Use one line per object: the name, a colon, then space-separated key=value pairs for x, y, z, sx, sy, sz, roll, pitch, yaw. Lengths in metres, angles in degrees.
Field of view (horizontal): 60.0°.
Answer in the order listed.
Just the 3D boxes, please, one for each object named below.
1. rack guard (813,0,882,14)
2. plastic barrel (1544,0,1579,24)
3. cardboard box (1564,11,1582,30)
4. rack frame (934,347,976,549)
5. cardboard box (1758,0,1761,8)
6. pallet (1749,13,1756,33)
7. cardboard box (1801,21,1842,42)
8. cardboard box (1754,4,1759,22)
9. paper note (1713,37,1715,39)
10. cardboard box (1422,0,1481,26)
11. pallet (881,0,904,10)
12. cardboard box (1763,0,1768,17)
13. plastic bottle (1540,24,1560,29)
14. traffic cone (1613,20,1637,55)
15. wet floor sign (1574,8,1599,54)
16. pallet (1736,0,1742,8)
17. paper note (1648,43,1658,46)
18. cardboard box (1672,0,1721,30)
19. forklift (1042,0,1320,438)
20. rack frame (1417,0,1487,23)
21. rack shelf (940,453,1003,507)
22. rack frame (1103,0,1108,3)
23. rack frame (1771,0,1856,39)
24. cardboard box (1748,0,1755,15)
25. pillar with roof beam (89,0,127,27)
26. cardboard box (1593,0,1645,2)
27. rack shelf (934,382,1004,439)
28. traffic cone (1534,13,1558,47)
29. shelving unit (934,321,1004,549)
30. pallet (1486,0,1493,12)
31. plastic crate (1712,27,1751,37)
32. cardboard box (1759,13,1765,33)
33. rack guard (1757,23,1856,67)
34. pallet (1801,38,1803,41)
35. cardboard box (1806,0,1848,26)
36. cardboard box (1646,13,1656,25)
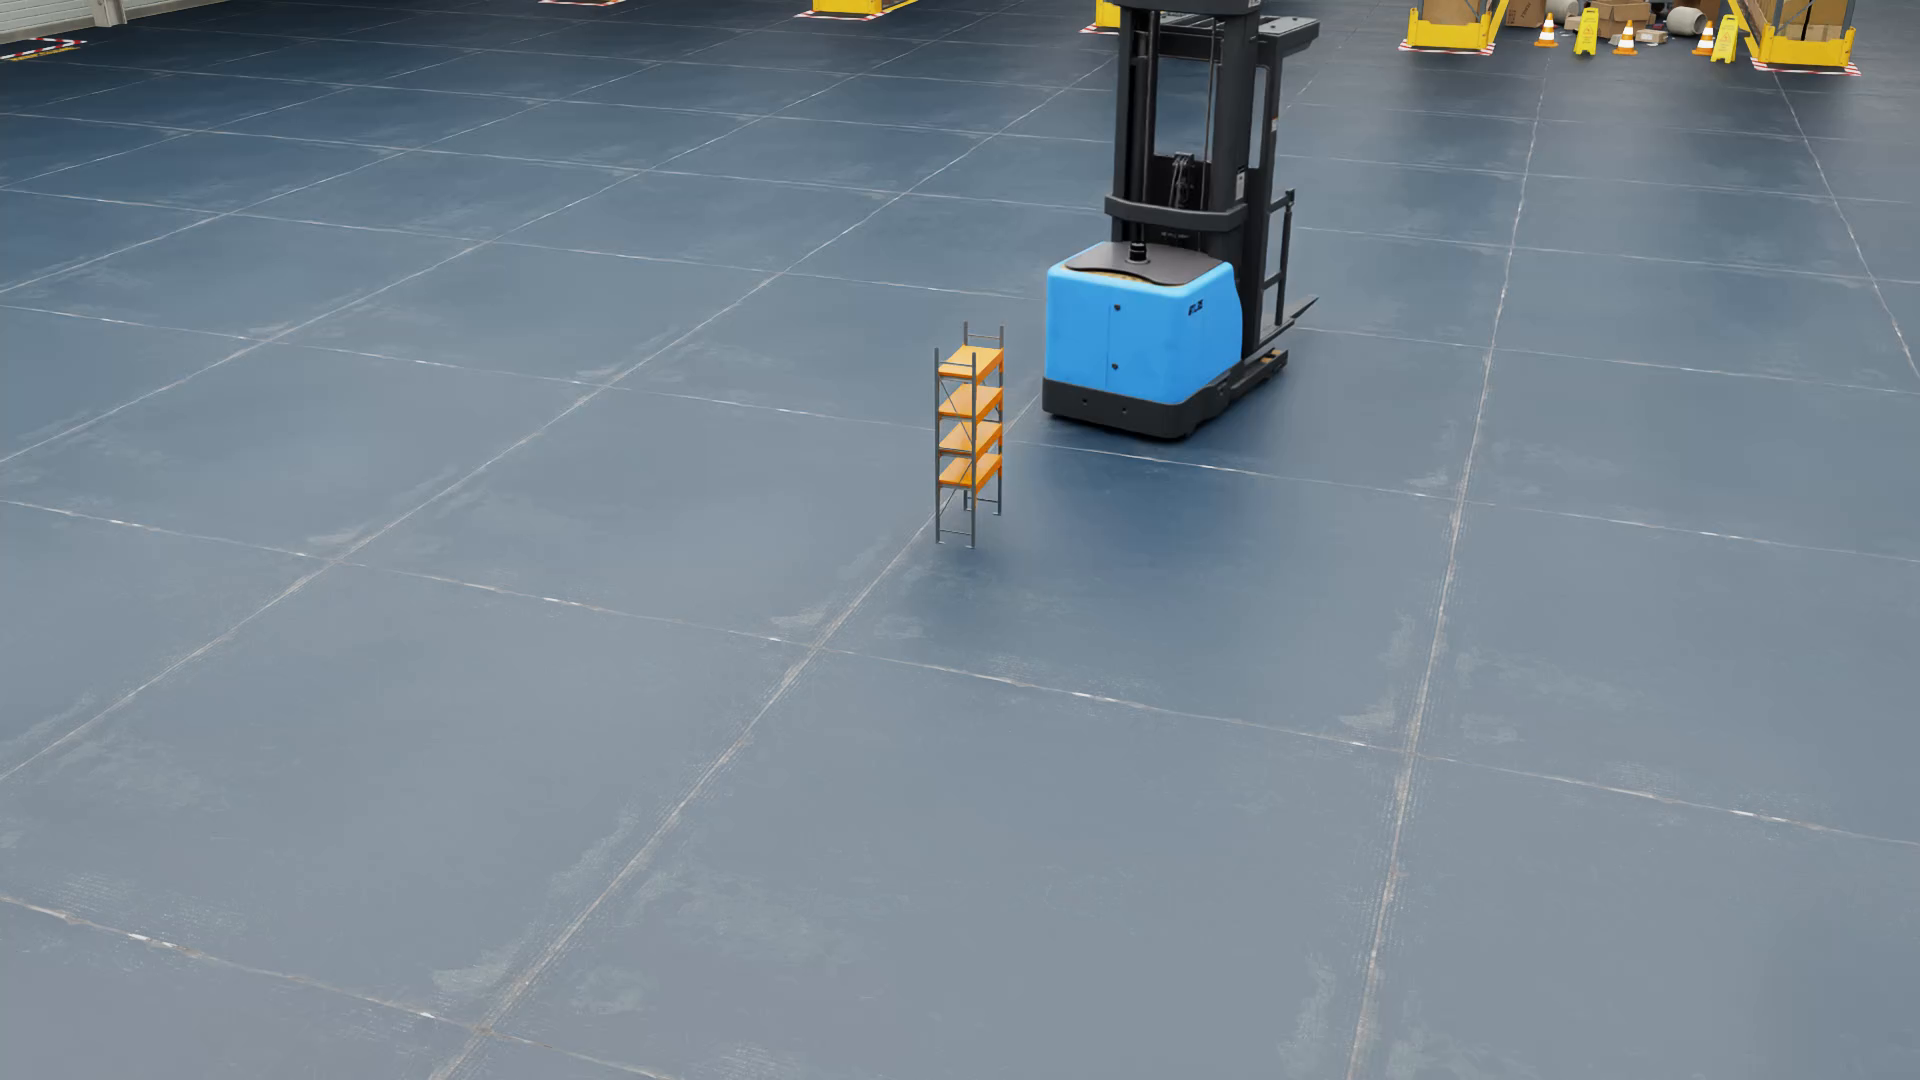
rack guard: x=-1.927 y=-9.270 z=28.323 sx=1.175 sy=0.500 sz=0.348 roll=9 pitch=27 yaw=17
plastic barrel: x=9.807 y=-8.674 z=27.179 sx=0.421 sy=0.421 sz=0.512 roll=-14 pitch=29 yaw=-27
cardboard box: x=9.902 y=-8.318 z=26.625 sx=0.396 sy=0.266 sz=0.258 roll=14 pitch=29 yaw=26
rack frame: x=-0.026 y=-0.508 z=9.422 sx=0.240 sy=1.200 sz=0.015 roll=9 pitch=27 yaw=17
cardboard box: x=12.647 y=-8.497 z=25.670 sx=0.500 sy=0.500 sz=0.500 roll=10 pitch=28 yaw=20
pallet: x=13.249 y=-8.310 z=26.670 sx=1.003 sy=0.211 sz=1.213 roll=9 pitch=27 yaw=17
cardboard box: x=12.637 y=-7.445 z=24.357 sx=0.500 sy=0.250 sz=0.500 roll=9 pitch=27 yaw=17
cardboard box: x=12.647 y=-8.154 z=25.823 sx=0.500 sy=0.250 sz=0.500 roll=8 pitch=27 yaw=17
paper note: x=11.674 y=-7.815 z=25.856 sx=0.142 sy=0.019 sz=0.148 roll=0 pitch=26 yaw=-1
cardboard box: x=7.570 y=-8.399 z=25.612 sx=0.875 sy=0.875 sz=0.875 roll=9 pitch=27 yaw=18
pallet: x=-1.651 y=-9.473 z=29.074 sx=1.003 sy=0.211 sz=1.213 roll=9 pitch=27 yaw=17
cardboard box: x=12.299 y=-8.073 z=24.794 sx=0.500 sy=0.500 sz=0.500 roll=10 pitch=28 yaw=19
plastic bottle: x=9.481 y=-8.253 z=26.726 sx=0.283 sy=0.061 sz=0.133 roll=0 pitch=26 yaw=-1
traffic cone: x=9.875 y=-7.445 z=24.596 sx=0.336 sy=0.463 sz=0.334 roll=9 pitch=27 yaw=17
wet floor sign: x=9.264 y=-7.520 z=24.540 sx=0.267 sy=0.644 sz=0.232 roll=4 pitch=26 yaw=8
pallet: x=14.101 y=-9.414 z=28.951 sx=1.003 sy=0.211 sz=1.213 roll=9 pitch=27 yaw=17
paper note: x=10.546 y=-7.543 z=25.293 sx=0.148 sy=0.019 sz=0.142 roll=0 pitch=26 yaw=-1
cardboard box: x=11.799 y=-8.479 z=26.685 sx=0.500 sy=0.500 sz=0.500 roll=-14 pitch=29 yaw=-27
forklift: x=1.773 y=-2.586 z=11.728 sx=1.130 sy=2.935 sz=3.031 roll=15 pitch=30 yaw=29
rack frame: x=7.407 y=-8.878 z=24.645 sx=1.000 sy=3.000 sz=0.127 roll=9 pitch=27 yaw=17
rack shelf: x=0.055 y=-0.369 z=9.745 sx=0.258 sy=0.148 sz=0.480 roll=9 pitch=27 yaw=17
rack frame: x=2.763 y=-9.639 z=26.216 sx=1.000 sy=3.000 sz=0.127 roll=9 pitch=27 yaw=17
rack frame: x=12.108 y=-8.202 z=23.248 sx=1.000 sy=3.000 sz=0.127 roll=9 pitch=27 yaw=17
cardboard box: x=12.988 y=-8.594 z=26.731 sx=0.500 sy=0.250 sz=0.500 roll=7 pitch=27 yaw=15
pillar with roof beam: x=-9.770 y=-11.817 z=23.831 sx=9.100 sy=9.000 sz=0.400 roll=9 pitch=27 yaw=17
cardboard box: x=10.609 y=-8.614 z=26.808 sx=0.797 sy=0.637 sz=0.503 roll=9 pitch=27 yaw=17
rack shelf: x=0.055 y=-0.749 z=9.561 sx=0.258 sy=0.148 sz=0.480 roll=9 pitch=27 yaw=17
traffic cone: x=8.922 y=-7.749 z=25.223 sx=0.336 sy=0.463 sz=0.334 roll=9 pitch=27 yaw=17
shelving unit: x=0.055 y=-0.608 z=9.629 sx=0.258 sy=1.200 sz=0.503 roll=9 pitch=27 yaw=17
pallet: x=8.411 y=-8.966 z=28.025 sx=1.003 sy=0.211 sz=1.213 roll=9 pitch=27 yaw=17
plastic crate: x=12.143 y=-8.005 z=26.192 sx=0.402 sy=0.080 sz=0.583 roll=0 pitch=26 yaw=-1
cardboard box: x=12.303 y=-7.736 z=24.959 sx=0.500 sy=0.250 sz=0.500 roll=9 pitch=27 yaw=18
rack guard: x=12.133 y=-7.108 z=23.857 sx=1.175 sy=0.500 sz=0.348 roll=9 pitch=27 yaw=17
pallet: x=12.437 y=-7.307 z=24.599 sx=1.003 sy=0.211 sz=1.213 roll=9 pitch=27 yaw=17
cardboard box: x=12.645 y=-7.792 z=24.214 sx=0.500 sy=0.500 sz=0.500 roll=8 pitch=27 yaw=16
cardboard box: x=11.144 y=-8.592 z=27.190 sx=0.258 sy=0.266 sz=0.396 roll=-9 pitch=27 yaw=-18
